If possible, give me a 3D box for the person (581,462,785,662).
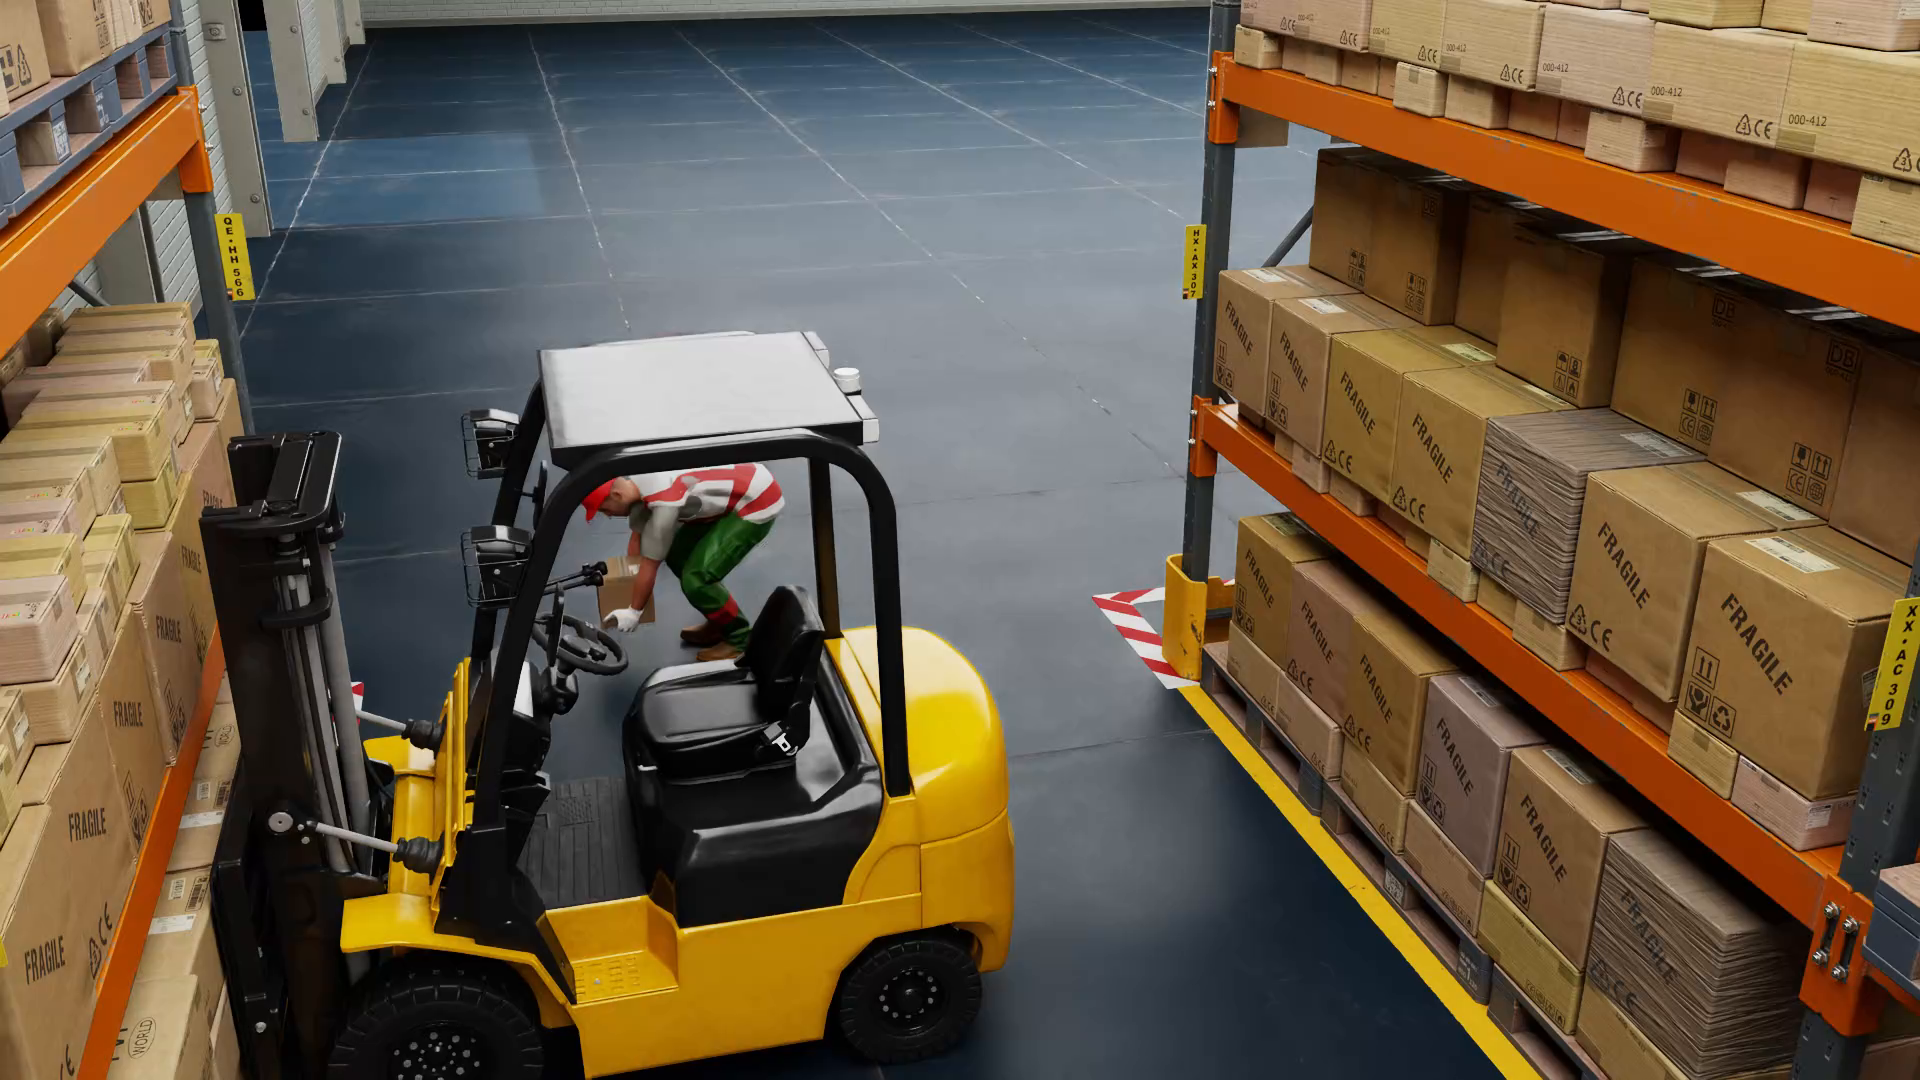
[{"bbox_3d":[-1.308,0.076,7.883,0.949,1.013,0.530,-7,24,-17],"label":"person"}]
